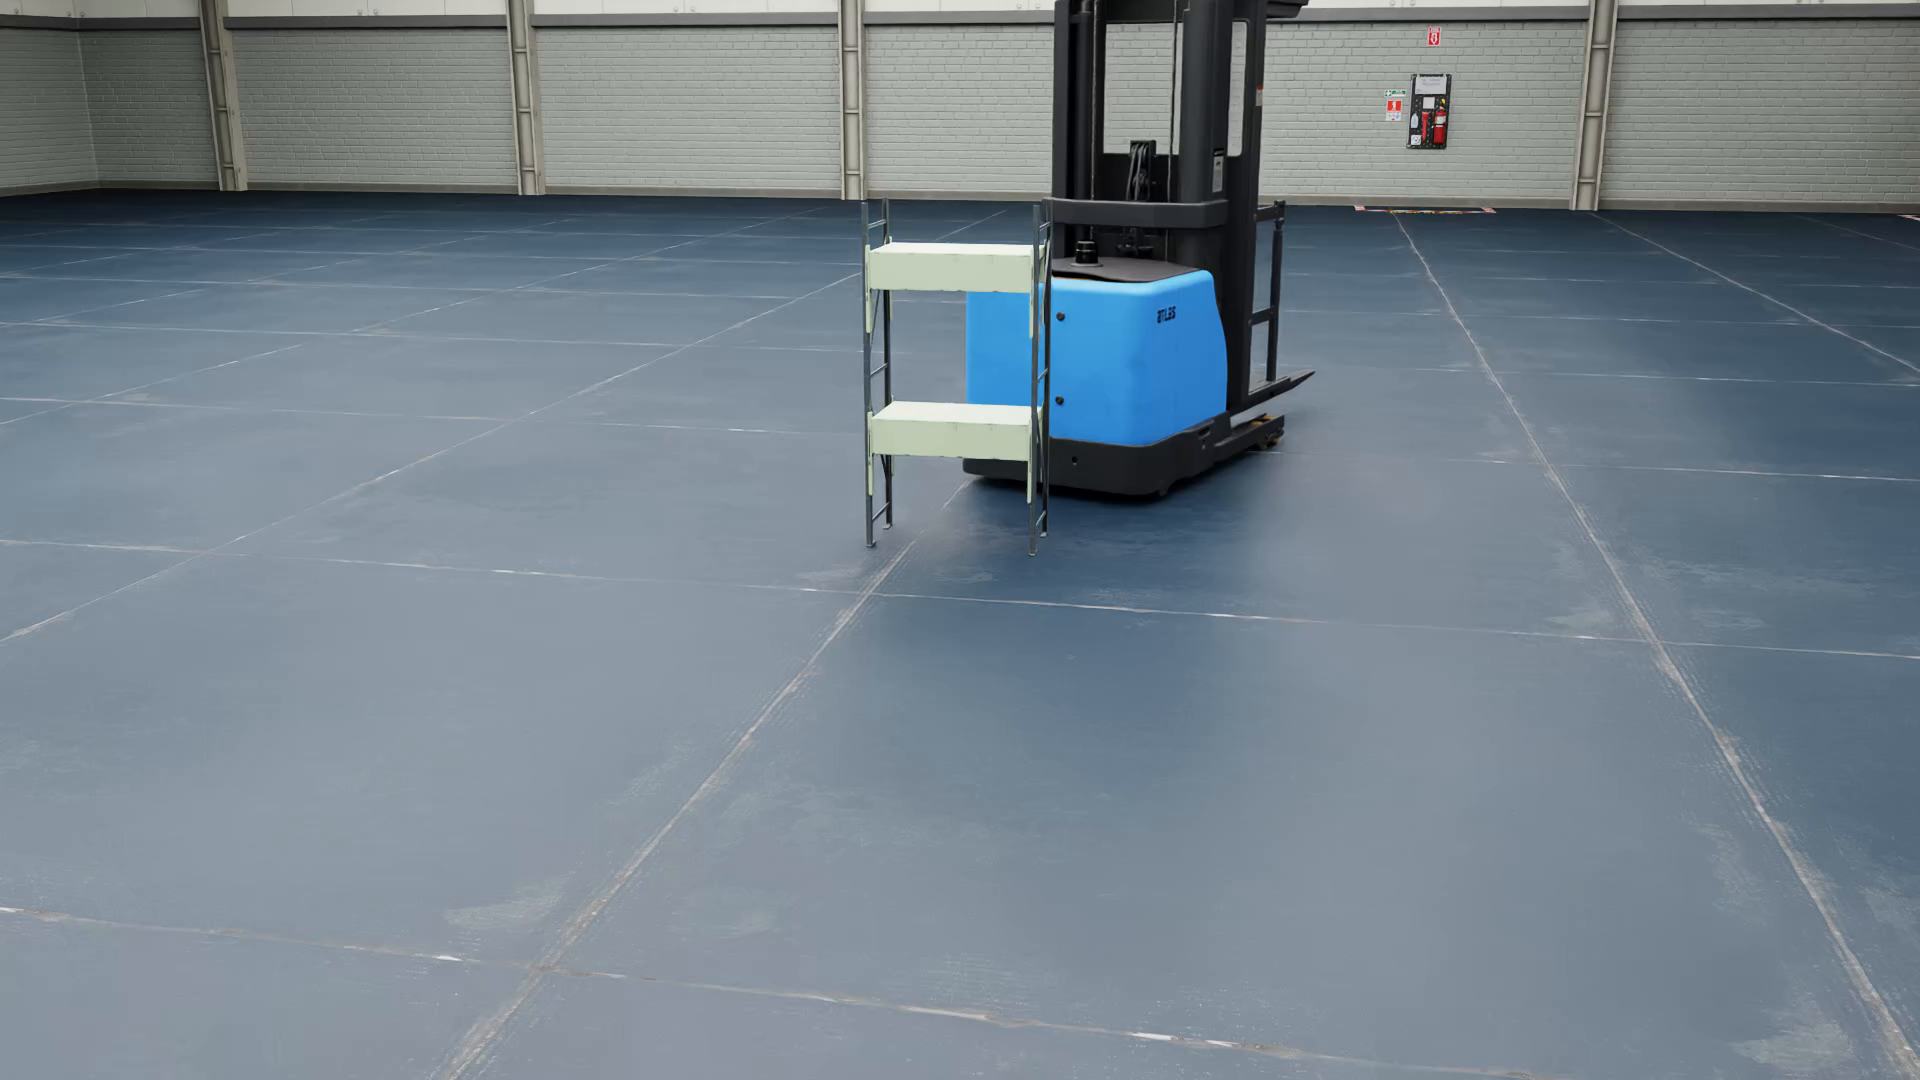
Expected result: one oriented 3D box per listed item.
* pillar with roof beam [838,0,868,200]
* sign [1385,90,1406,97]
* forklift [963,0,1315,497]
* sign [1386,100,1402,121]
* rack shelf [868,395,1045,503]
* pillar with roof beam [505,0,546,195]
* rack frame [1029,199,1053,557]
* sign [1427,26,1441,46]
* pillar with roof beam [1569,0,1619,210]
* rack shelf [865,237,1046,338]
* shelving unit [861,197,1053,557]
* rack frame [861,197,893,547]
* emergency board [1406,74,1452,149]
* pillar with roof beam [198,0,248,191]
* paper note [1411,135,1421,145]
[{"bbox_3d":[-2.683,-9.117,23.549,0.400,9.000,9.100,3,16,11],"label":"pillar with roof beam"},{"bbox_3d":[7.002,-7.182,26.741,0.331,0.109,0.001,3,16,11],"label":"sign"},{"bbox_3d":[1.193,-1.968,9.104,1.130,2.935,3.031,9,18,29],"label":"forklift"},{"bbox_3d":[6.999,-6.929,26.821,0.234,0.329,0.001,3,16,11],"label":"sign"},{"bbox_3d":[-0.007,-0.409,7.380,0.720,0.370,0.431,3,16,11],"label":"rack shelf"},{"bbox_3d":[-8.562,-9.437,24.702,0.400,9.000,9.100,3,16,11],"label":"pillar with roof beam"},{"bbox_3d":[0.352,-0.704,7.223,0.023,1.500,0.400,3,16,11],"label":"rack frame"},{"bbox_3d":[7.532,-7.999,26.408,0.199,0.298,0.001,3,16,11],"label":"sign"},{"bbox_3d":[9.077,-8.479,21.245,0.400,9.000,9.100,3,16,11],"label":"pillar with roof beam"},{"bbox_3d":[-0.007,-1.099,7.189,0.720,0.370,0.431,3,16,11],"label":"rack shelf"},{"bbox_3d":[-0.007,-0.723,7.293,0.755,1.500,0.431,3,16,11],"label":"shelving unit"},{"bbox_3d":[-0.365,-0.743,7.363,0.023,1.500,0.400,3,16,11],"label":"rack frame"},{"bbox_3d":[7.520,-6.856,26.622,0.643,1.169,0.194,3,16,11],"label":"emergency board"},{"bbox_3d":[-14.442,-9.756,25.854,0.400,9.000,9.100,3,16,11],"label":"pillar with roof beam"},{"bbox_3d":[7.361,-6.458,26.839,0.142,0.148,0.016,3,16,11],"label":"paper note"}]
